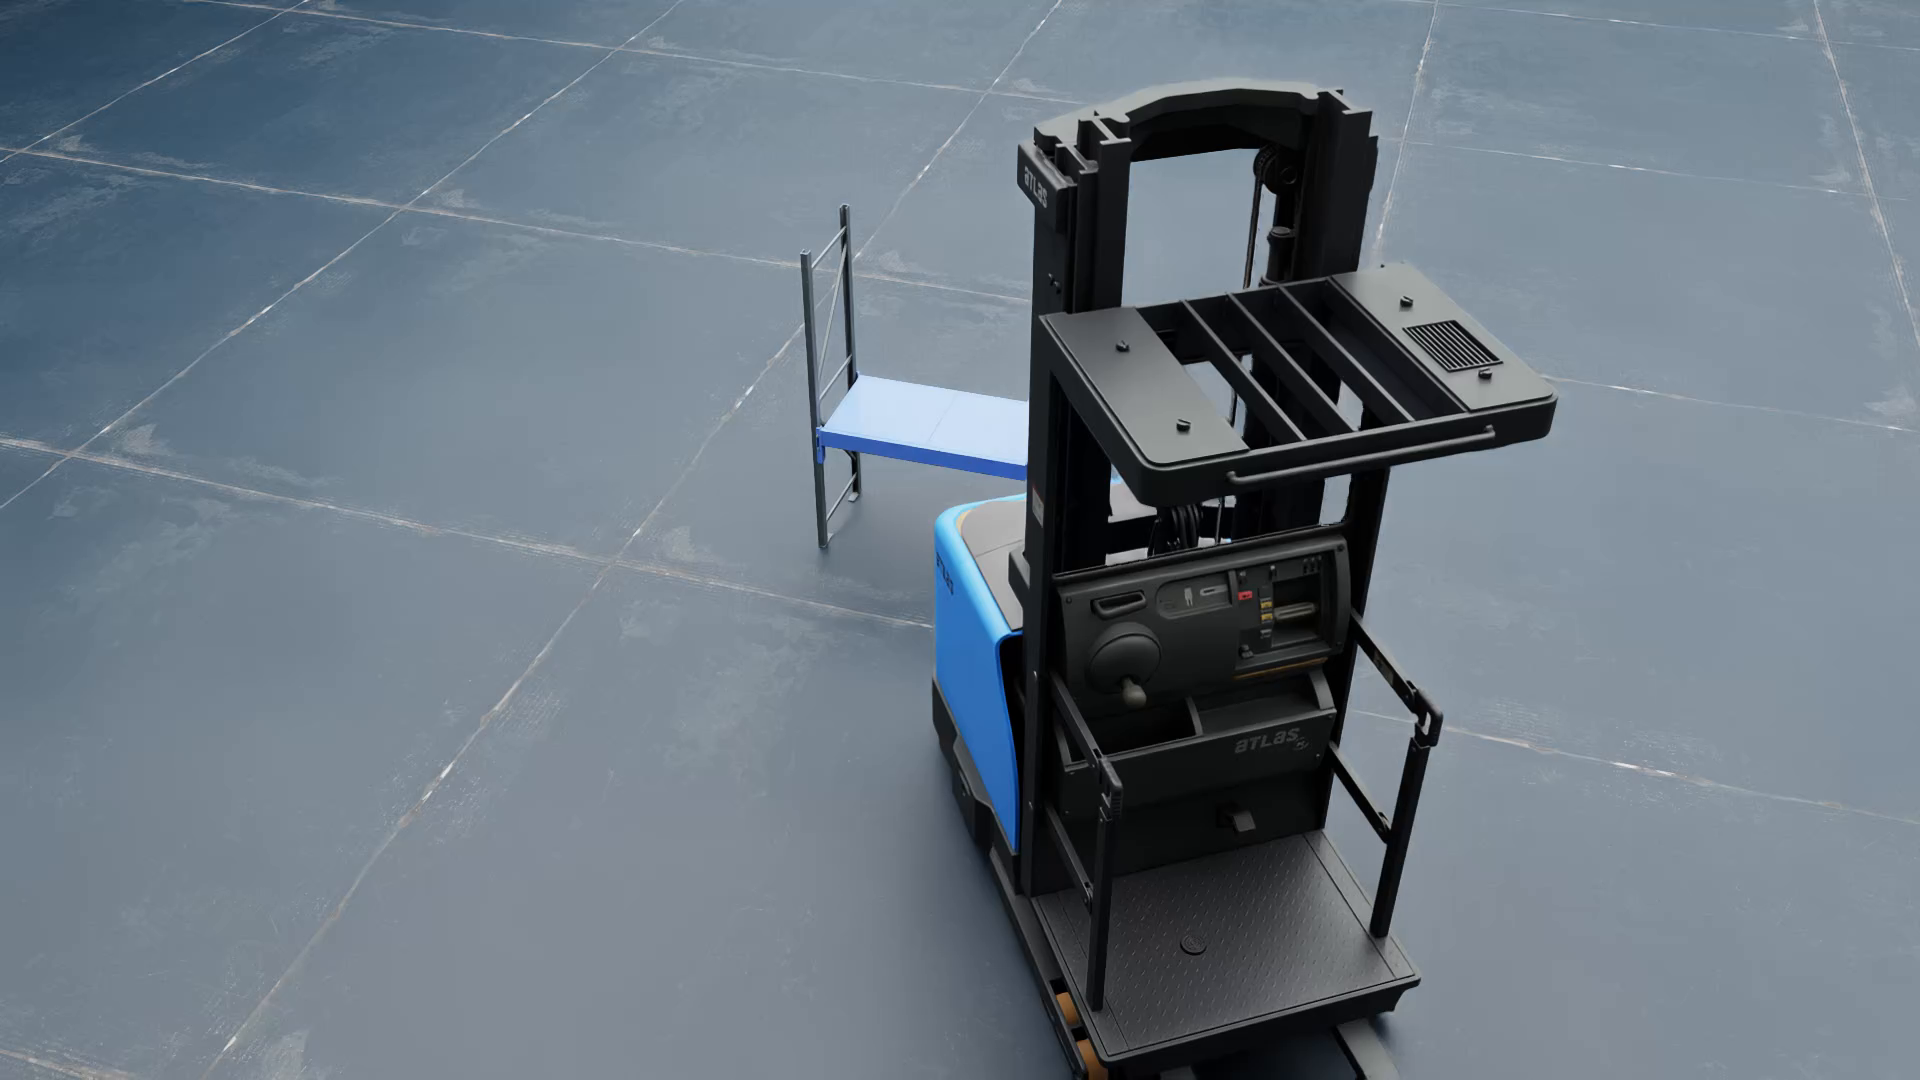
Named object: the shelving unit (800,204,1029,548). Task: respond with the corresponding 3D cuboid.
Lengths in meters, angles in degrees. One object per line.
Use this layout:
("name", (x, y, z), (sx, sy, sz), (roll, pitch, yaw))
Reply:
("shelving unit", (-0.081, -0.619, 7.326), (1.048, 1.500, 0.500), (10, 38, 14))

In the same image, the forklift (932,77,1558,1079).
("forklift", (0.811, 0.318, 4.845), (1.130, 2.935, 3.031), (-10, 38, -14))

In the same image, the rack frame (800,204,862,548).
("rack frame", (-0.567, -0.709, 7.448), (0.032, 1.500, 0.500), (10, 38, 14))

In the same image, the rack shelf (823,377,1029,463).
("rack shelf", (-0.081, -0.514, 7.404), (0.952, 0.062, 0.459), (10, 38, 14))
